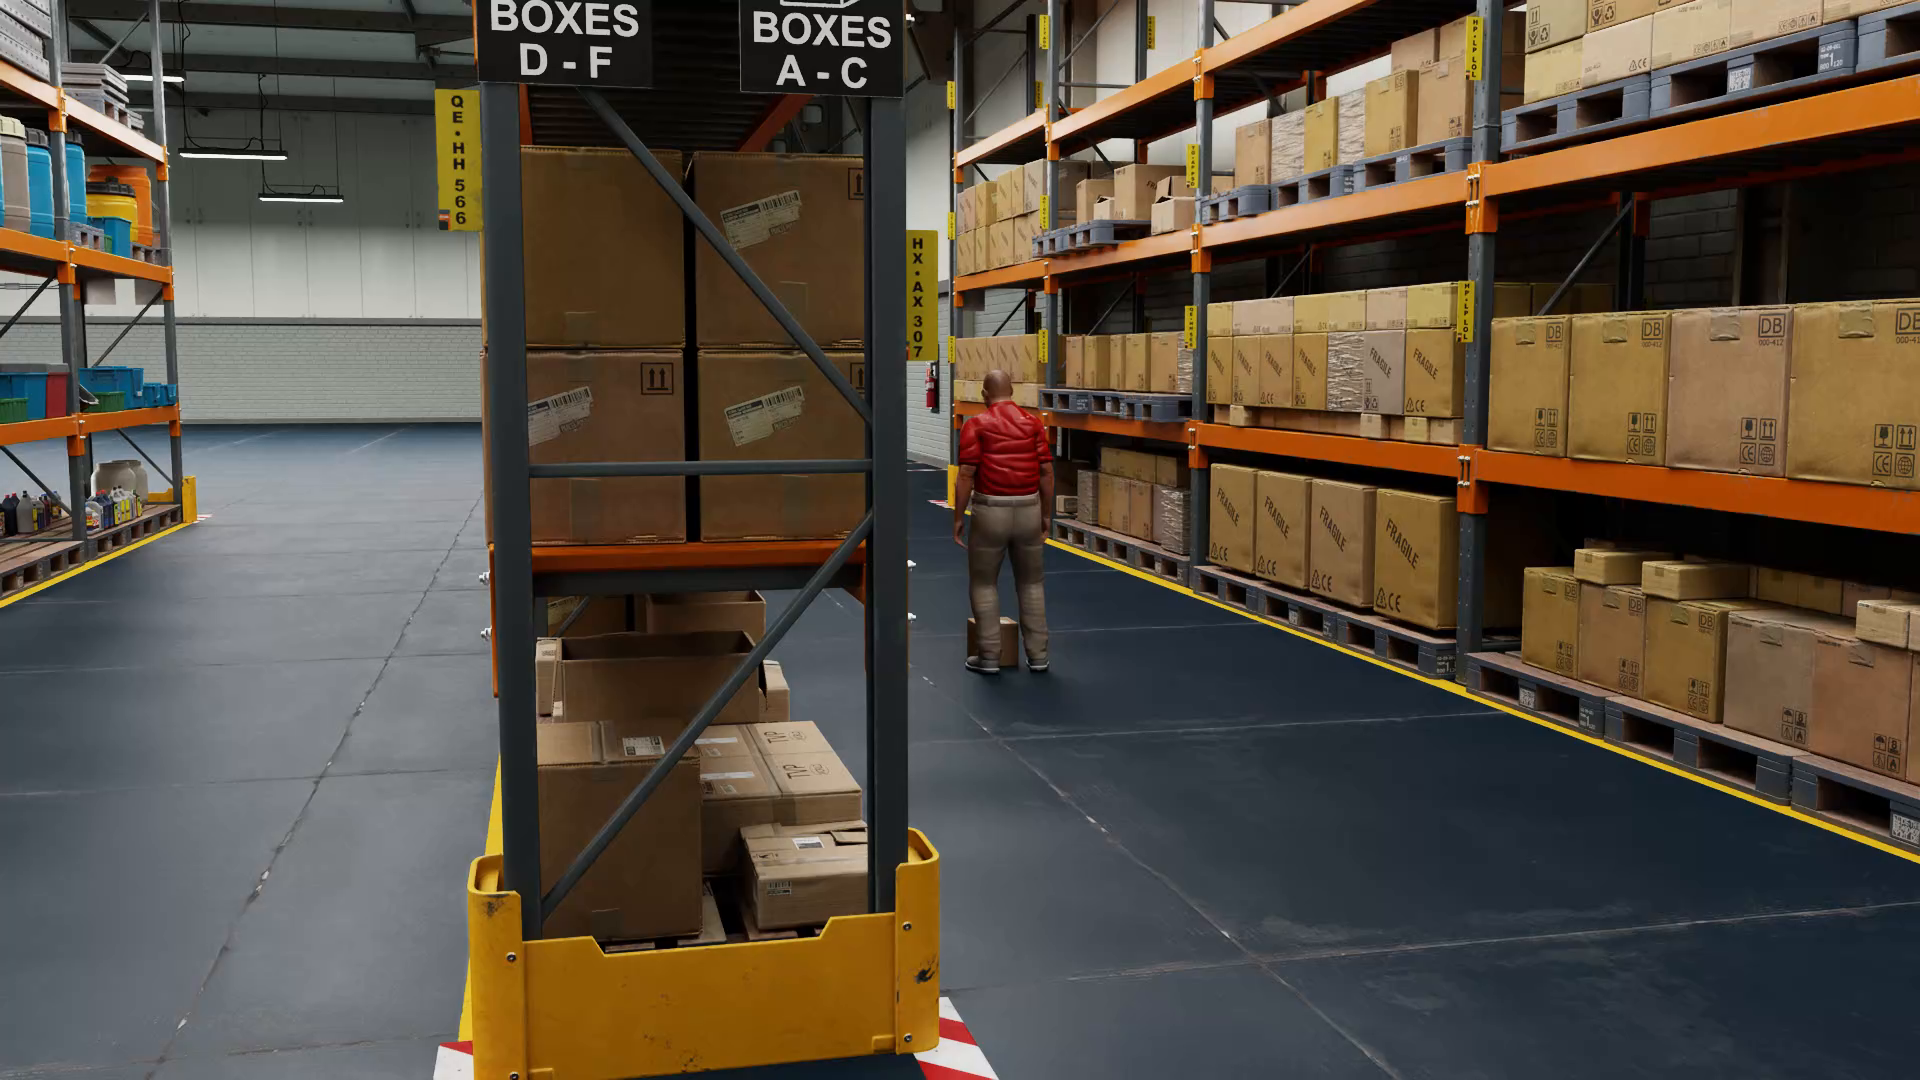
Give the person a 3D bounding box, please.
[{"bbox_3d":[0.254,-0.108,9.519,0.603,1.728,0.384,-2,6,-16],"label":"person"}]
